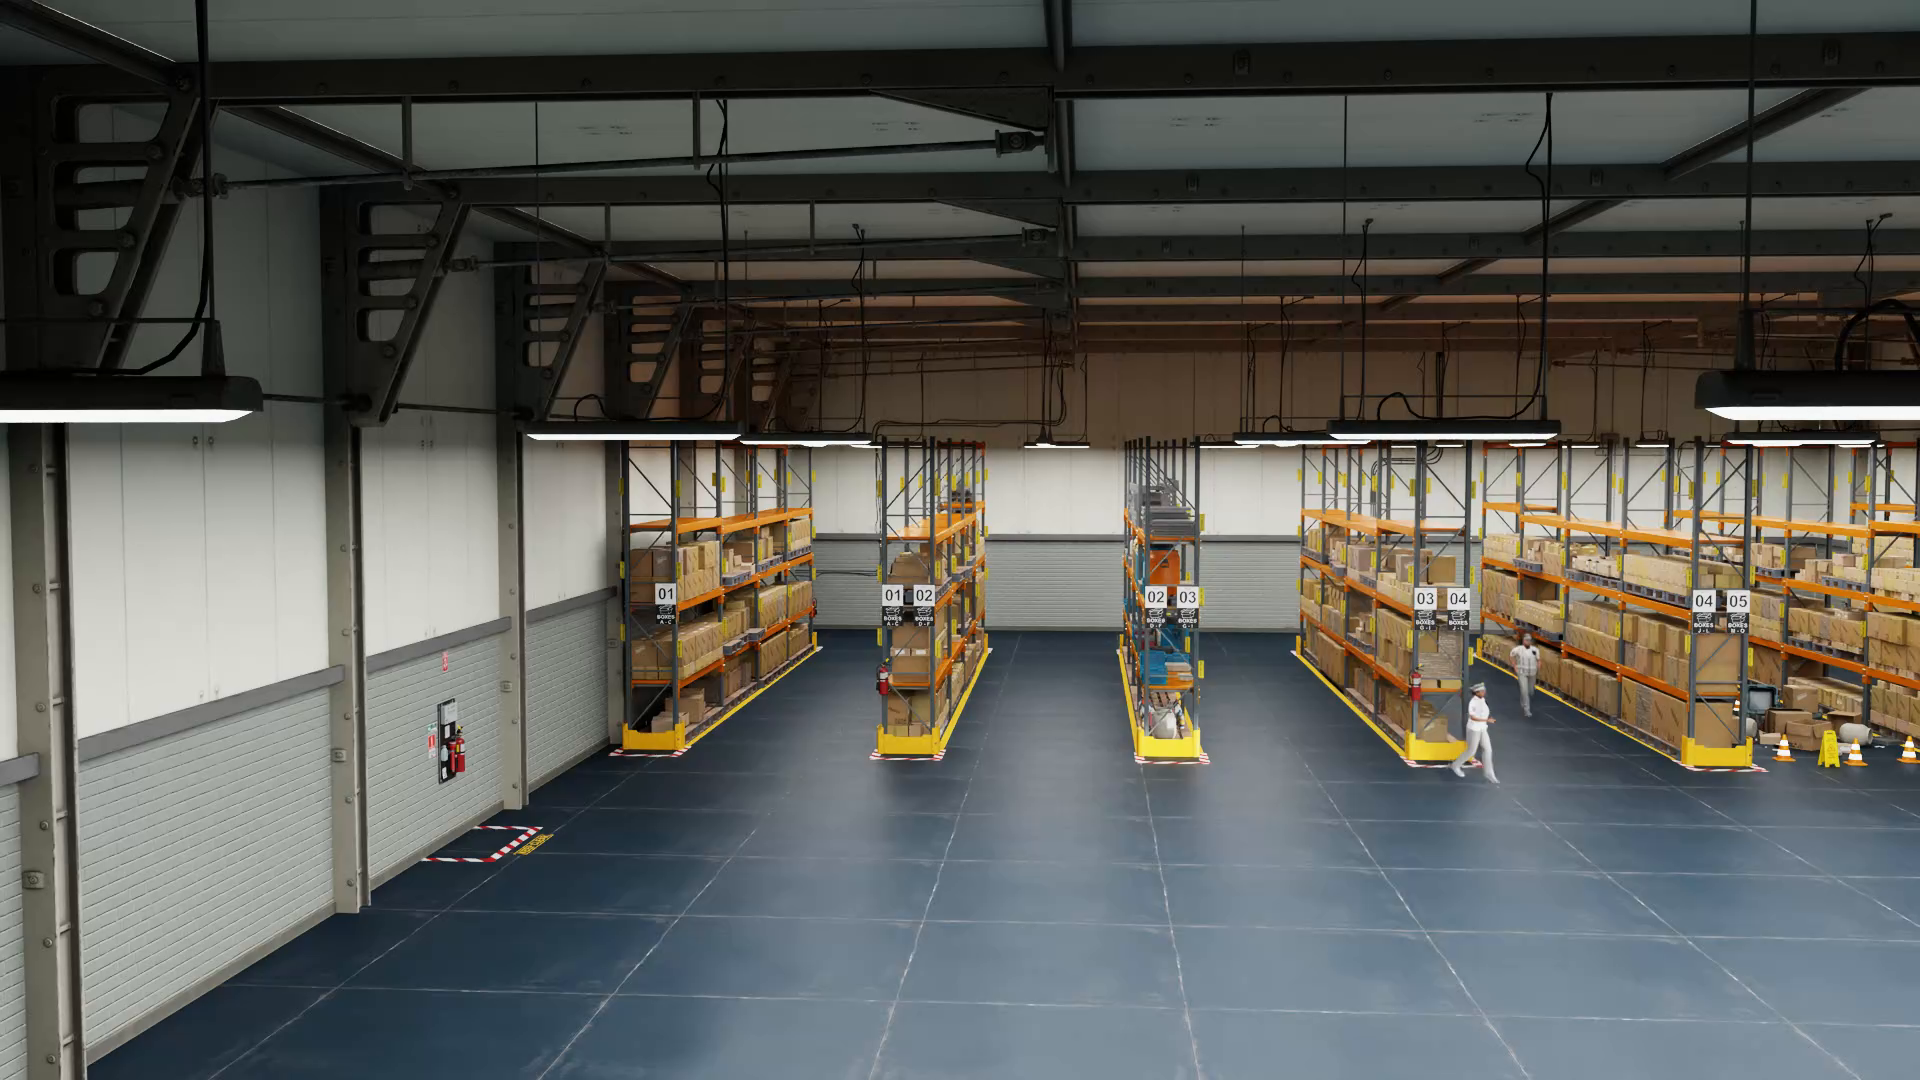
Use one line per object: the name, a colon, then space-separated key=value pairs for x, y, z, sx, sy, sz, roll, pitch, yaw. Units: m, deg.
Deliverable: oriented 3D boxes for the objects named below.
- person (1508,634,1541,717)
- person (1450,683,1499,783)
person: x=12.321 y=2.916 z=36.205 sx=0.663 sy=1.785 sz=0.894 roll=0 pitch=3 yaw=1
person: x=8.950 y=3.335 z=28.876 sx=0.843 sy=1.754 sz=0.594 roll=3 pitch=4 yaw=42
